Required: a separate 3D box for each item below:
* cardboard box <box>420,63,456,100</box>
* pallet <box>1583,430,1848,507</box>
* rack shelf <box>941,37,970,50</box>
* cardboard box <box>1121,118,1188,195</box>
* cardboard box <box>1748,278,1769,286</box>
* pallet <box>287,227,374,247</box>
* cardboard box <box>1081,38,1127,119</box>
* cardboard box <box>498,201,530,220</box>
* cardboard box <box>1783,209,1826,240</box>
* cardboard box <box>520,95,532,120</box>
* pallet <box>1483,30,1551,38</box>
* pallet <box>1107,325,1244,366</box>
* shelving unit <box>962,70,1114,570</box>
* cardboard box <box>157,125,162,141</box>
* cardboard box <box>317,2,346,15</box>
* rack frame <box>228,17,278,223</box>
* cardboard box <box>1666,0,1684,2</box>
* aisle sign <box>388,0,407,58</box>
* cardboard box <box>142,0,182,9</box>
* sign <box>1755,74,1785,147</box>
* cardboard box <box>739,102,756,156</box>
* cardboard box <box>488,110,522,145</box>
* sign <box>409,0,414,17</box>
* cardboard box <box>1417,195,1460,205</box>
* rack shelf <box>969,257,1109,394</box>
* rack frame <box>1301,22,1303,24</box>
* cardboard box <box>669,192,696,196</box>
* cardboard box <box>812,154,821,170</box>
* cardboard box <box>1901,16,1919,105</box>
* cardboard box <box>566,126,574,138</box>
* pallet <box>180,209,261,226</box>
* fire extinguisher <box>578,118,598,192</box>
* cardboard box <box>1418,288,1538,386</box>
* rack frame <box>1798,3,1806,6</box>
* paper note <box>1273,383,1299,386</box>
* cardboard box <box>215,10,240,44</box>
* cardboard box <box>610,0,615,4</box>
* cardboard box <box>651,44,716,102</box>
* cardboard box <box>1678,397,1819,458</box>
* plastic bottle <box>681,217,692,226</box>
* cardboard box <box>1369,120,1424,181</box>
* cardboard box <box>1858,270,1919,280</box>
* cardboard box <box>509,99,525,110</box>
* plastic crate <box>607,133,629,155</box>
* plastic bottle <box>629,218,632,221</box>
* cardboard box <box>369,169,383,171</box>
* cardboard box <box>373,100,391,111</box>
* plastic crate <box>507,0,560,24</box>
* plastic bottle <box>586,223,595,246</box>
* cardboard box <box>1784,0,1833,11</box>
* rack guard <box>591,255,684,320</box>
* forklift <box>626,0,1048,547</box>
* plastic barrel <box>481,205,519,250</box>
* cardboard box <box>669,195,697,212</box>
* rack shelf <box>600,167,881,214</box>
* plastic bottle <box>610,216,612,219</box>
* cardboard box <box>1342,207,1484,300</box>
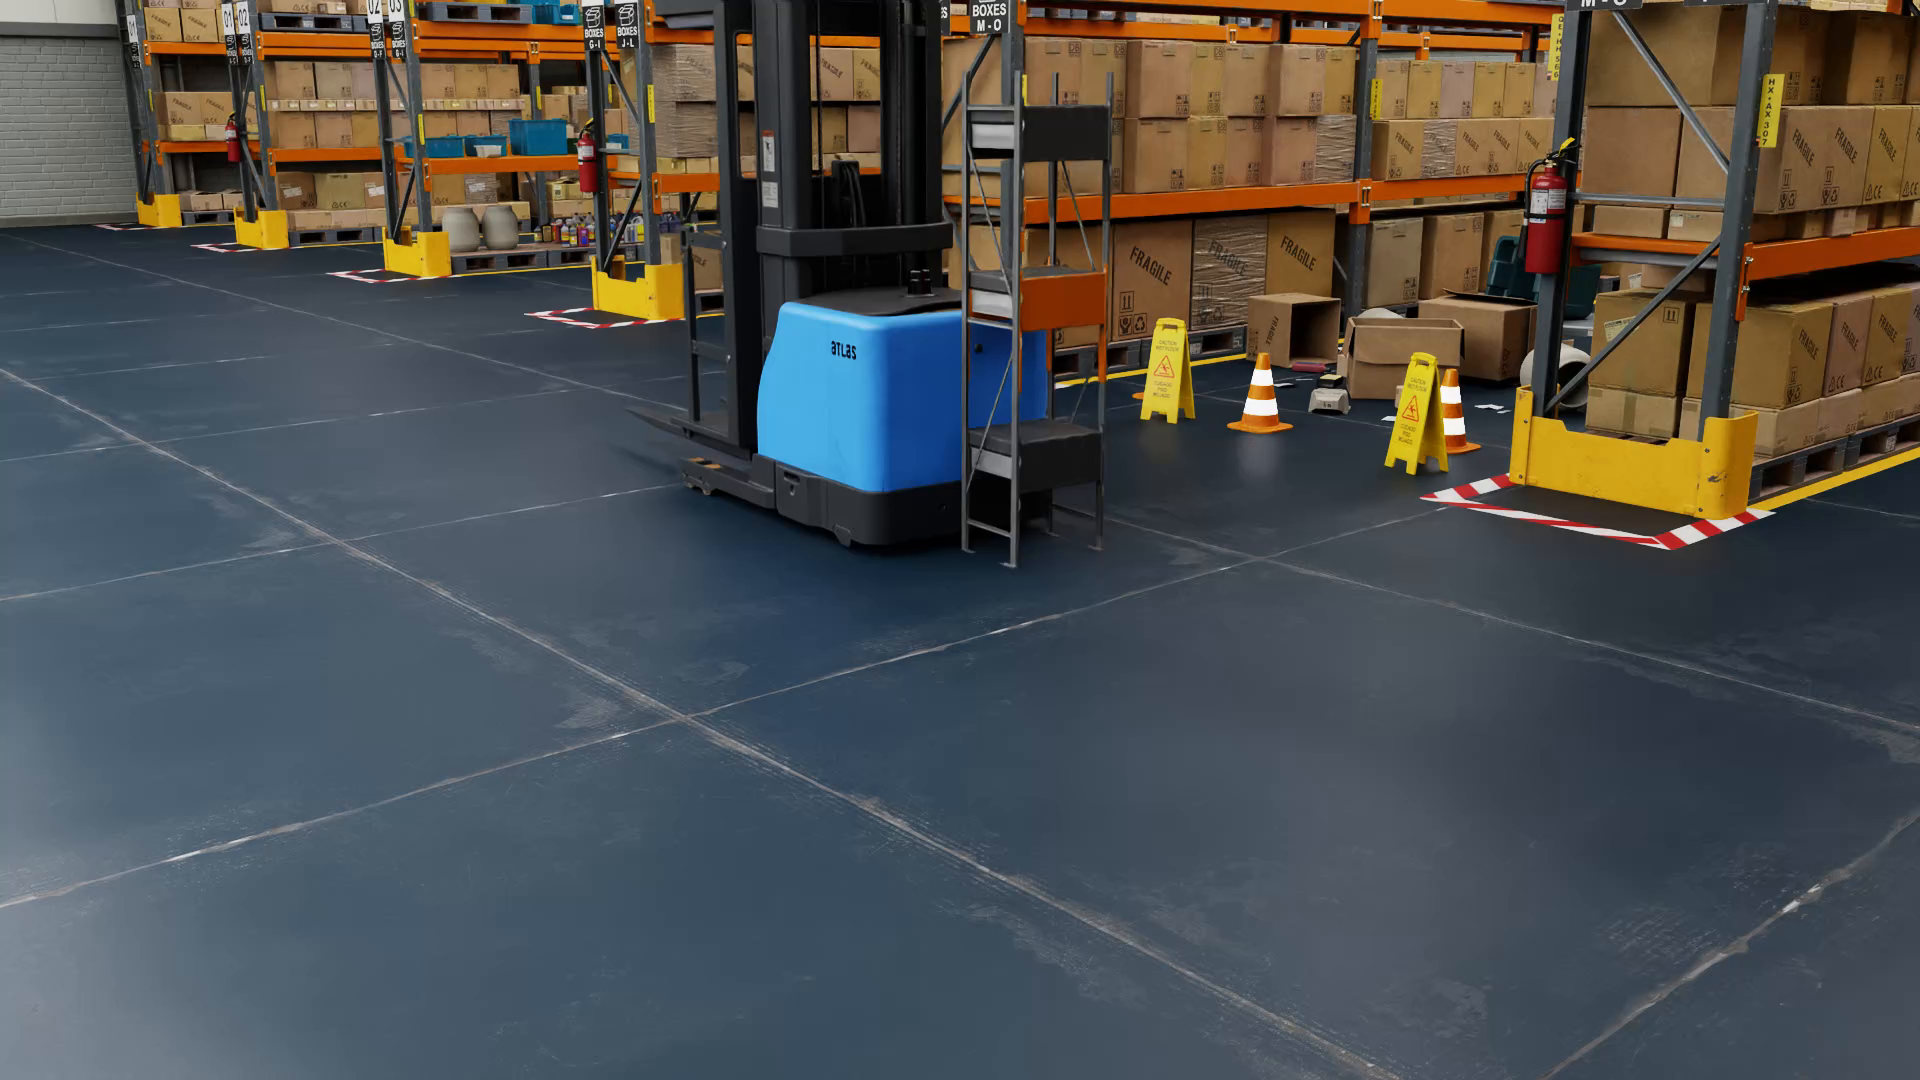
[{"bbox_3d":[-7.697,-6.633,24.063,0.500,0.500,0.700,-13,20,-39],"label":"cardboard box"},{"bbox_3d":[4.073,-0.465,9.083,1.213,0.211,1.003,-13,19,-39],"label":"pallet"},{"bbox_3d":[1.167,-7.358,25.066,4.000,0.370,1.077,-13,19,-39],"label":"rack shelf"},{"bbox_3d":[1.210,-2.927,12.607,0.550,0.550,0.875,-13,19,-39],"label":"cardboard box"},{"bbox_3d":[4.437,-1.567,9.609,0.250,0.149,0.380,-12,19,-37],"label":"cardboard box"},{"bbox_3d":[-9.076,-4.318,23.506,1.213,0.211,1.003,-13,19,-39],"label":"pallet"},{"bbox_3d":[0.714,-3.376,12.194,0.550,0.550,0.875,-13,19,-39],"label":"cardboard box"},{"bbox_3d":[-6.814,-4.958,25.015,0.500,0.250,0.500,-13,19,-39],"label":"cardboard box"},{"bbox_3d":[4.206,-1.640,8.562,0.250,0.149,0.380,-13,20,-41],"label":"cardboard box"},{"bbox_3d":[-8.118,-7.810,30.131,0.500,0.500,0.700,-13,19,-39],"label":"cardboard box"},{"bbox_3d":[8.392,-7.587,24.702,1.213,0.211,1.003,-13,19,-39],"label":"pallet"},{"bbox_3d":[1.526,-1.625,13.423,1.213,0.211,1.003,-13,19,-39],"label":"pallet"},{"bbox_3d":[0.328,-0.964,7.289,0.503,2.100,0.431,-11,18,-34],"label":"shelving unit"},{"bbox_3d":[-12.655,-6.545,26.693,0.500,0.250,0.500,-12,19,-39],"label":"cardboard box"},{"bbox_3d":[-8.622,-7.291,22.821,0.250,0.149,0.380,-13,19,-39],"label":"cardboard box"},{"bbox_3d":[-9.626,-5.527,22.631,0.127,3.000,1.000,-13,19,-39],"label":"rack frame"},{"bbox_3d":[7.067,-5.599,16.893,0.500,0.500,0.500,-13,19,-39],"label":"cardboard box"},{"bbox_3d":[-6.239,-5.749,18.424,0.004,0.787,0.394,-13,19,-39],"label":"aisle sign"},{"bbox_3d":[-12.430,-8.499,25.774,0.500,0.500,0.500,14,21,43],"label":"cardboard box"},{"bbox_3d":[3.736,-1.982,7.679,0.005,0.325,0.100,-13,19,-39],"label":"sign"},{"bbox_3d":[-2.394,-3.986,16.090,0.500,0.500,0.875,-13,19,-39],"label":"cardboard box"},{"bbox_3d":[-6.939,-6.177,24.869,0.500,0.500,0.700,-13,20,-41],"label":"cardboard box"},{"bbox_3d":[-6.019,-5.908,18.226,0.005,0.325,0.100,-13,19,-39],"label":"sign"},{"bbox_3d":[6.477,-4.904,23.599,0.875,0.875,0.875,-13,19,-39],"label":"cardboard box"},{"bbox_3d":[0.328,-0.951,7.293,0.480,0.518,0.431,-11,18,-34],"label":"rack shelf"},{"bbox_3d":[5.693,-10.171,28.391,0.127,3.000,1.000,-13,19,-39],"label":"rack frame"},{"bbox_3d":[-4.594,-5.717,26.768,0.500,0.311,0.500,-13,20,-40],"label":"cardboard box"},{"bbox_3d":[-1.559,-3.714,16.328,0.250,0.149,0.380,-13,19,-39],"label":"cardboard box"},{"bbox_3d":[5.523,-2.907,10.113,0.500,0.500,0.700,-13,19,-39],"label":"cardboard box"},{"bbox_3d":[-6.265,-6.224,25.531,0.500,0.250,0.500,-11,19,-36],"label":"cardboard box"},{"bbox_3d":[-12.187,-5.288,27.136,1.213,0.211,1.003,-13,19,-39],"label":"pallet"},{"bbox_3d":[-3.514,-3.631,15.682,0.183,0.674,0.296,-13,19,-39],"label":"fire extinguisher"},{"bbox_3d":[3.743,-1.479,12.049,0.503,0.637,0.797,-13,19,-39],"label":"cardboard box"},{"bbox_3d":[9.107,-4.648,19.340,0.127,3.000,1.000,-13,19,-39],"label":"rack frame"},{"bbox_3d":[2.320,-1.108,11.843,0.142,0.017,0.144,-6,16,-20],"label":"paper note"},{"bbox_3d":[-11.646,-8.179,26.513,0.500,0.500,0.500,-12,19,-37],"label":"cardboard box"},{"bbox_3d":[-2.929,-5.106,15.532,0.500,0.250,0.500,-12,19,-38],"label":"cardboard box"},{"bbox_3d":[-2.532,-4.313,15.378,0.500,0.500,0.500,-13,19,-39],"label":"cardboard box"},{"bbox_3d":[4.170,-0.626,8.796,0.500,0.250,0.500,-13,20,-40],"label":"cardboard box"},{"bbox_3d":[-3.506,-3.995,21.303,0.133,0.283,0.061,-11,19,-37],"label":"plastic bottle"},{"bbox_3d":[3.645,-3.378,14.391,0.500,0.500,0.500,-12,19,-39],"label":"cardboard box"},{"bbox_3d":[5.745,-1.344,10.032,0.500,0.500,0.500,-12,19,-38],"label":"cardboard box"},{"bbox_3d":[-6.673,-6.479,24.742,0.250,0.149,0.380,-13,20,-39],"label":"cardboard box"},{"bbox_3d":[-4.016,-4.928,20.674,0.616,0.251,0.499,-13,19,-39],"label":"plastic crate"},{"bbox_3d":[-4.271,-4.030,21.461,0.097,0.271,0.097,0,15,0],"label":"plastic bottle"},{"bbox_3d":[-8.294,-5.170,24.353,0.500,0.500,0.500,-13,19,-39],"label":"cardboard box"},{"bbox_3d":[-8.218,-6.132,23.444,0.250,0.149,0.380,-13,20,-40],"label":"cardboard box"},{"bbox_3d":[-5.136,-6.386,20.062,0.575,0.384,0.392,-13,19,-39],"label":"plastic crate"},{"bbox_3d":[-4.546,-3.761,20.454,0.097,0.271,0.097,0,15,0],"label":"plastic bottle"},{"bbox_3d":[9.629,-6.052,19.073,0.500,0.250,0.500,-11,19,-37],"label":"cardboard box"},{"bbox_3d":[-3.068,-2.403,15.779,0.348,0.500,1.175,-13,19,-39],"label":"rack guard"},{"bbox_3d":[-0.829,-1.709,8.469,1.130,2.935,3.031,-10,18,-34],"label":"forklift"},{"bbox_3d":[-5.552,-3.775,20.076,0.421,0.512,0.421,0,15,0],"label":"plastic barrel"},{"bbox_3d":[-4.595,-5.448,26.847,0.500,0.250,0.500,-12,19,-38],"label":"cardboard box"},{"bbox_3d":[-1.617,-3.589,16.770,4.000,0.370,1.077,-13,19,-39],"label":"rack shelf"},{"bbox_3d":[-4.535,-4.032,21.445,0.133,0.283,0.061,-12,19,-37],"label":"plastic bottle"},{"bbox_3d":[4.211,-2.694,15.570,0.750,0.750,1.050,-13,19,-39],"label":"cardboard box"}]
